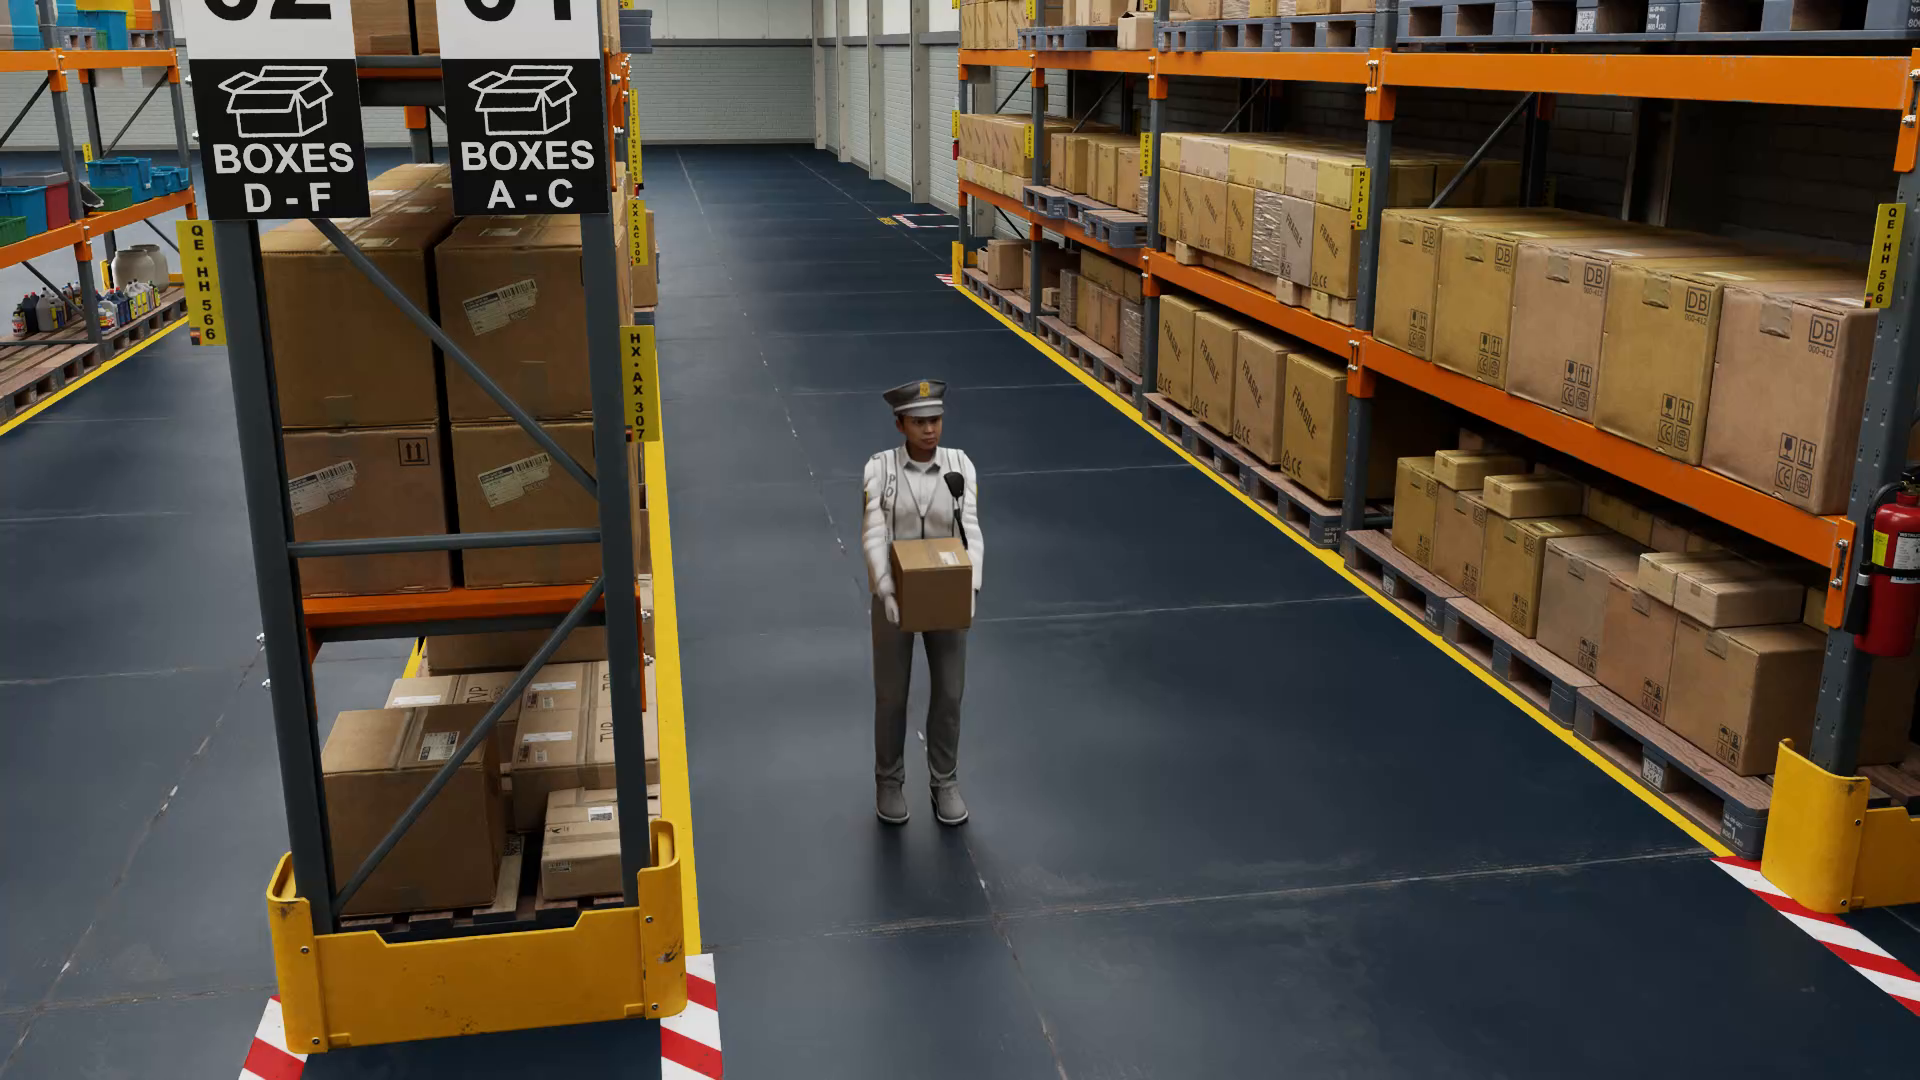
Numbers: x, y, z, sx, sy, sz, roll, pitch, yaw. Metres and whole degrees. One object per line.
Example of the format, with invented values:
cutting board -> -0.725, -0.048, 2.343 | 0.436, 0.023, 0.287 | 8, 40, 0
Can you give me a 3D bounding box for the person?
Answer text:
person -> -0.136, 0.245, 6.172 | 0.446, 1.691, 0.518 | -3, 17, -11
